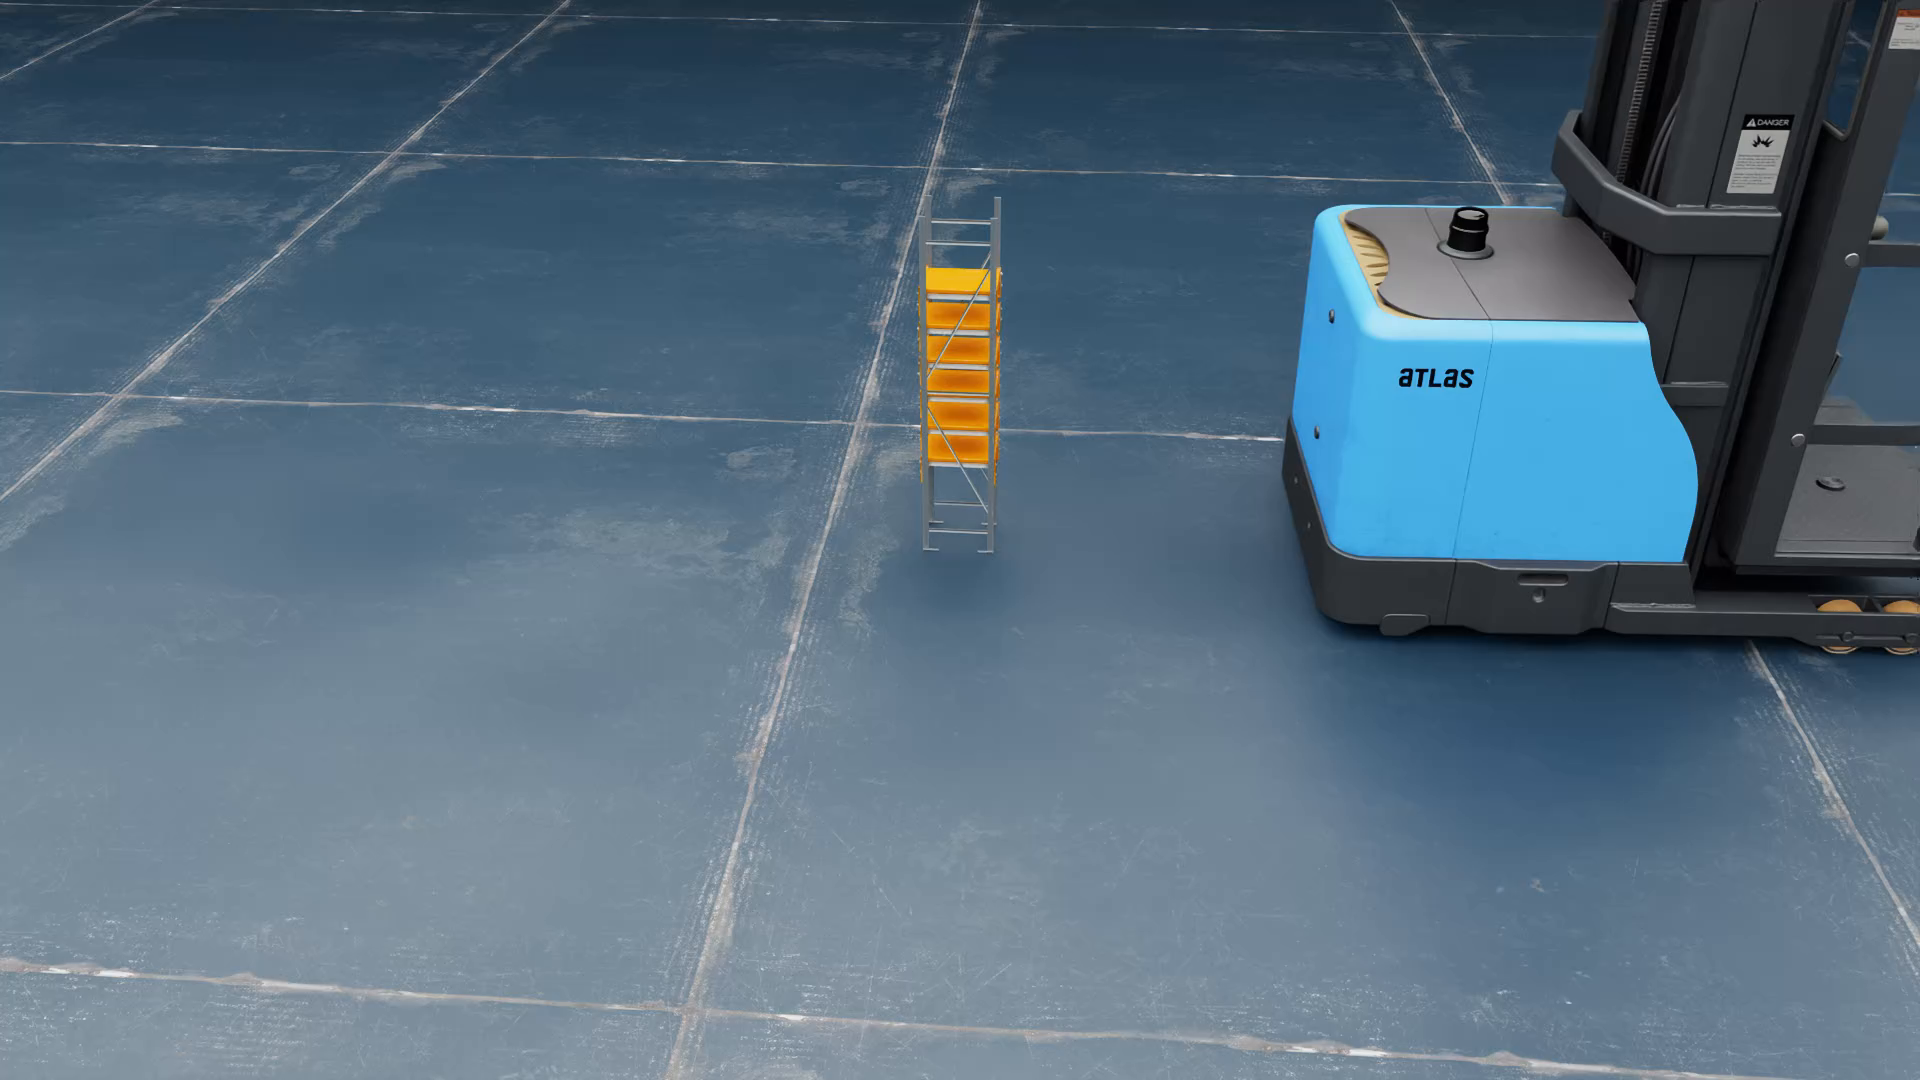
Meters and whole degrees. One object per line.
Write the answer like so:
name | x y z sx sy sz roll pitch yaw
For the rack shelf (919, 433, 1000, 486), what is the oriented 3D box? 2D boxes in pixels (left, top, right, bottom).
rack shelf | 0.001 -0.276 5.597 0.258 0.103 0.180 2 32 4

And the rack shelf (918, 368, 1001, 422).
rack shelf | 0.001 -0.481 5.471 0.258 0.103 0.180 2 32 4

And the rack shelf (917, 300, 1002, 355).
rack shelf | 0.001 -0.685 5.345 0.258 0.103 0.180 2 32 4

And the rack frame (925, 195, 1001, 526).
rack frame | 0.009 -0.566 5.525 0.240 1.200 0.006 2 32 4

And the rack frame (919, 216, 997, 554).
rack frame | -0.006 -0.471 5.370 0.240 1.200 0.006 2 32 4

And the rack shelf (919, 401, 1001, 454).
rack shelf | 0.001 -0.378 5.534 0.258 0.103 0.180 2 32 4

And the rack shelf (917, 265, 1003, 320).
rack shelf | 0.001 -0.787 5.282 0.258 0.103 0.180 2 32 4

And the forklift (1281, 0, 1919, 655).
forklift | 2.660 -1.176 4.864 3.031 2.935 1.130 1 32 1

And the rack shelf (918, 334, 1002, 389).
rack shelf | 0.001 -0.583 5.408 0.258 0.103 0.180 2 32 4

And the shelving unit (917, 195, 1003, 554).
shelving unit | 0.001 -0.518 5.447 0.258 1.200 0.189 2 32 4
